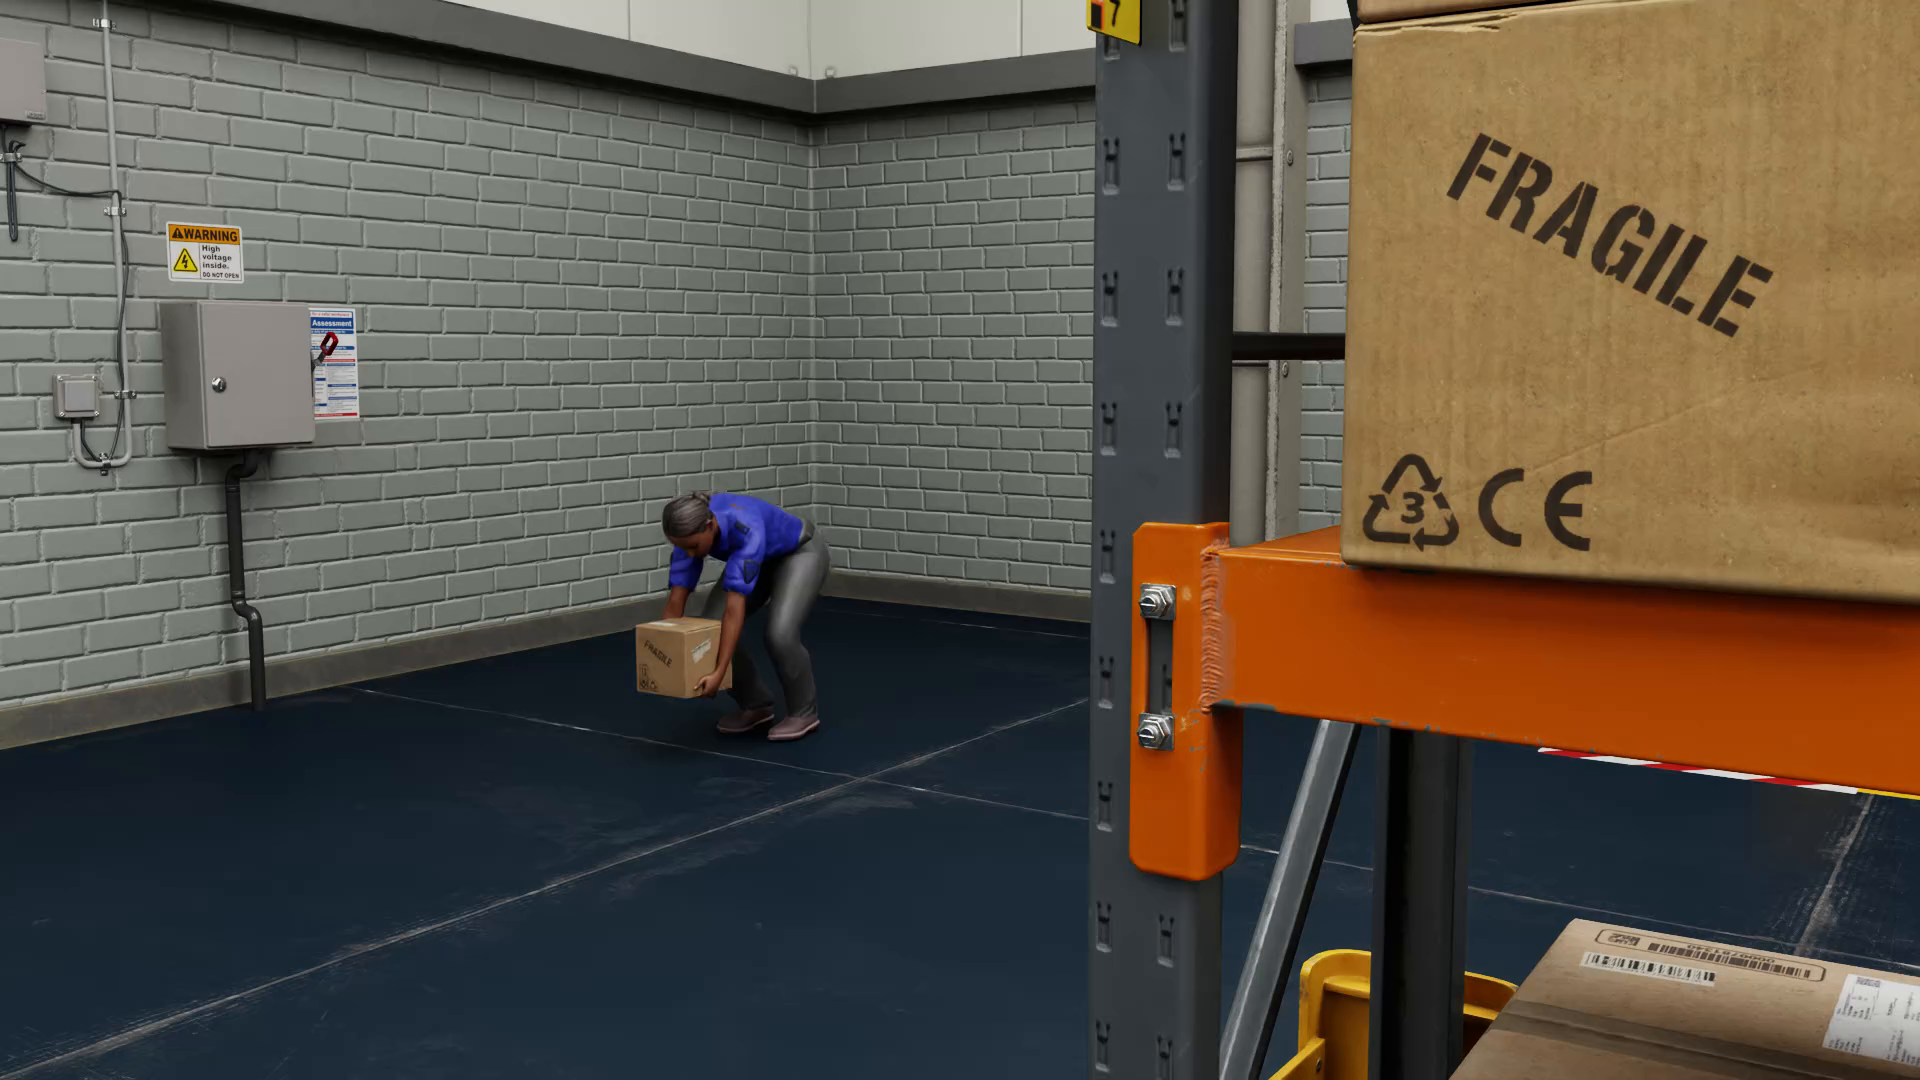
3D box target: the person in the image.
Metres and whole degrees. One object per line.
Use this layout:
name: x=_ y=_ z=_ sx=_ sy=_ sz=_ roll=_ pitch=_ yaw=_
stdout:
person: x=-0.846 y=0.289 z=6.438 sx=0.465 sy=0.996 sz=0.862 roll=4 pitch=7 yaw=31
